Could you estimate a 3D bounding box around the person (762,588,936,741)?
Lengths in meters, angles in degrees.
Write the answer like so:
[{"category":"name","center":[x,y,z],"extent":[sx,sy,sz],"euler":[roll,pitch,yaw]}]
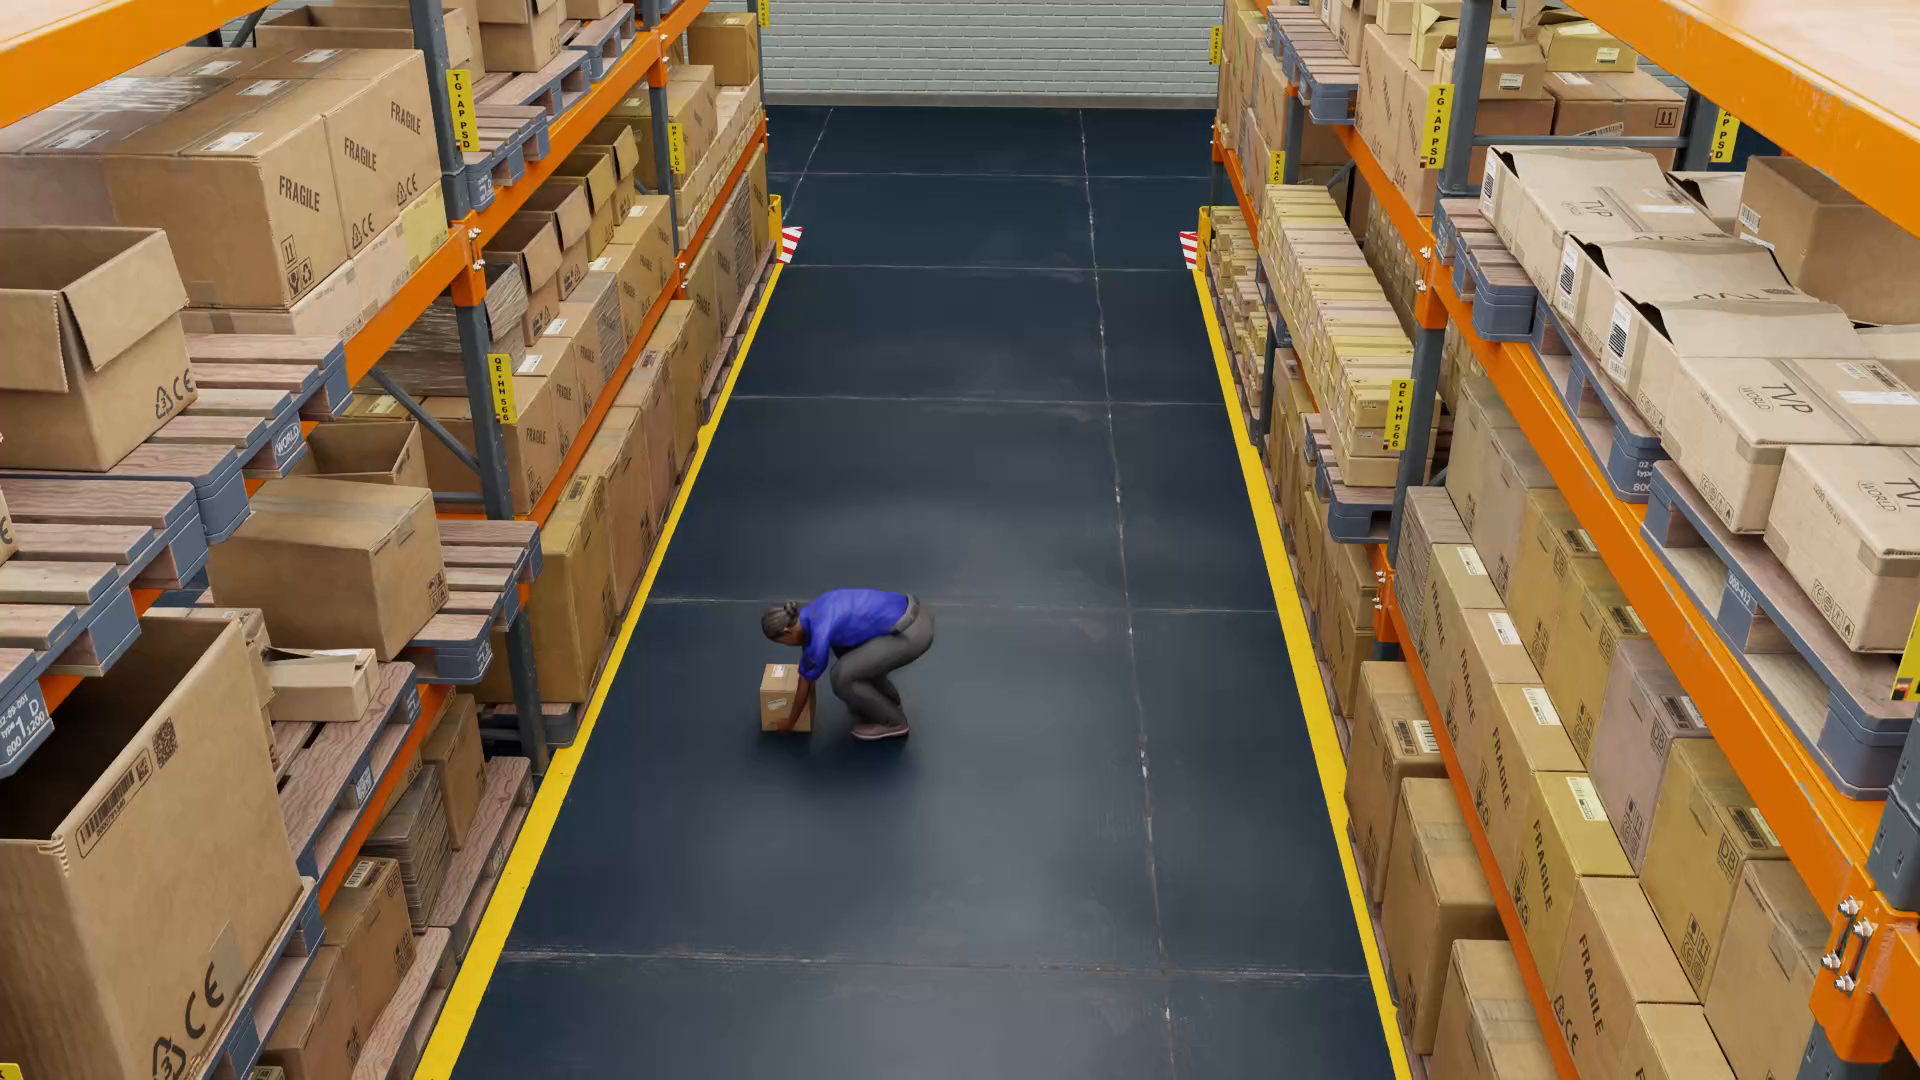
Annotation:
[{"category":"person","center":[-0.560,0.622,8.456],"extent":[0.871,0.770,0.459],"euler":[0,28,0]}]
